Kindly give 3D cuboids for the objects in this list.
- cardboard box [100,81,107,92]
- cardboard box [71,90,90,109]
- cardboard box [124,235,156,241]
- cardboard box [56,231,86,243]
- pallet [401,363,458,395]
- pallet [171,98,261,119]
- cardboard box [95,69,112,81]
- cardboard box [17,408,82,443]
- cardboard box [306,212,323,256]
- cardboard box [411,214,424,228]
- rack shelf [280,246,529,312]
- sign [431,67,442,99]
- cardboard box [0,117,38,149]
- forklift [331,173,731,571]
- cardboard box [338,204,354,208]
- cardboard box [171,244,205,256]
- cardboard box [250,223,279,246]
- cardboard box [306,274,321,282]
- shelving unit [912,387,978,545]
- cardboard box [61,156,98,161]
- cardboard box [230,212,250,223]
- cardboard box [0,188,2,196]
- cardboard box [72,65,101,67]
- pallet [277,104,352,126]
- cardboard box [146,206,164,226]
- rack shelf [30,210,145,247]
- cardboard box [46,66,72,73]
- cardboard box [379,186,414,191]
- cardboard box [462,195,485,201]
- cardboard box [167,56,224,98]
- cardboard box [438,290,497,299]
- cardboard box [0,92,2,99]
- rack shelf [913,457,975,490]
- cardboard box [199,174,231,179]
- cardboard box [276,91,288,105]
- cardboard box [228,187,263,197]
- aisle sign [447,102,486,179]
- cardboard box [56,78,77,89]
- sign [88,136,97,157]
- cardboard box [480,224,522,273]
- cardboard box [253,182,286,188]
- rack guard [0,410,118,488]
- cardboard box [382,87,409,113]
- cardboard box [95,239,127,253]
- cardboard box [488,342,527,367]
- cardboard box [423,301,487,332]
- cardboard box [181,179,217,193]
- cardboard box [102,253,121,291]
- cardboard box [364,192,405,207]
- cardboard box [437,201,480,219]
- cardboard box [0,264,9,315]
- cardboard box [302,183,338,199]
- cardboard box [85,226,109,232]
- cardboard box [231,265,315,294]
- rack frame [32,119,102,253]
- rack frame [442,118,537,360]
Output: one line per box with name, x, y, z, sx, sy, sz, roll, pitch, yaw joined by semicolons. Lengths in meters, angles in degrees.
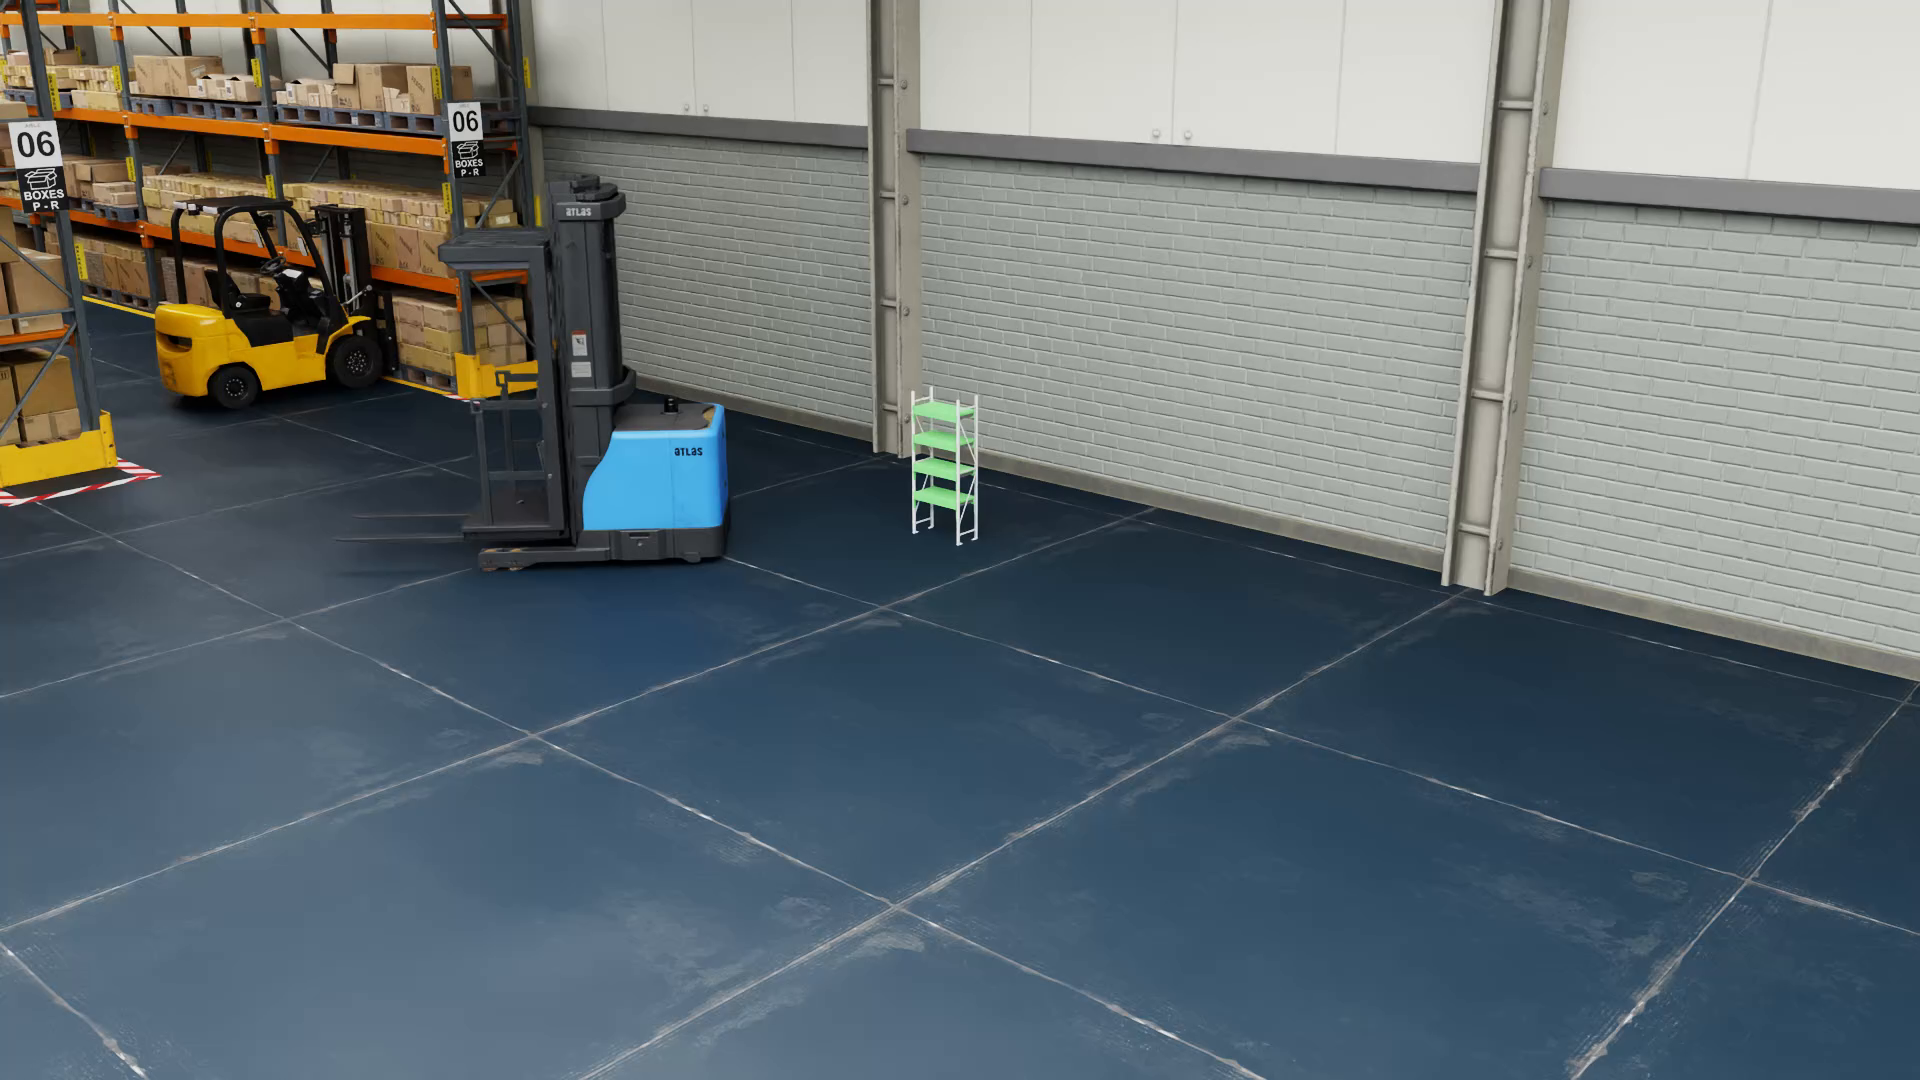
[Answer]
cardboard box;-11.944;-6.440;23.576;0.250;0.149;0.380;16;23;40
cardboard box;-12.454;-6.368;24.007;0.500;0.250;0.500;15;23;39
cardboard box;-12.518;-4.565;25.402;0.250;0.149;0.380;14;22;37
cardboard box;-13.800;-4.711;25.863;0.250;0.149;0.380;14;23;38
pallet;-5.774;-1.969;19.467;1.213;0.211;1.003;15;23;39
pallet;-9.753;-5.760;22.156;1.213;0.211;1.003;16;24;42
cardboard box;-11.971;-6.571;23.497;0.250;0.149;0.380;14;22;37
cardboard box;-8.886;-1.144;16.110;0.500;0.250;0.500;15;23;39
cardboard box;-7.607;-3.756;20.322;0.500;0.500;0.500;16;23;40
cardboard box;-5.984;-3.628;18.846;0.250;0.149;0.380;16;23;40
rack shelf;-6.670;-3.213;19.965;4.000;0.370;1.077;15;23;39
sign;-5.545;-4.848;17.637;0.005;0.325;0.100;15;23;39
cardboard box;-8.666;-3.692;15.082;0.500;0.250;0.500;15;23;38
forklift;-3.388;-1.322;12.933;3.031;2.935;1.130;-1;18;-4
cardboard box;-7.164;-3.927;19.789;0.250;0.149;0.380;14;22;38
cardboard box;-11.341;-4.253;24.421;0.250;0.149;0.380;17;24;42
cardboard box;-8.717;-3.928;21.277;0.500;0.250;0.500;16;23;40
cardboard box;-8.013;-3.155;20.793;0.500;0.250;0.500;15;23;38
shelving unit;-0.124;-0.605;13.535;0.503;1.200;0.258;15;23;39
cardboard box;-13.549;-5.560;25.311;0.500;0.500;0.700;15;23;40
cardboard box;-9.093;-4.266;21.518;0.500;0.250;0.500;14;23;38
cardboard box;-15.364;-5.648;26.866;0.250;0.149;0.380;15;23;38
cardboard box;-13.080;-7.021;24.882;0.250;0.149;0.380;14;22;38
pallet;-7.511;-5.179;20.160;1.213;0.211;1.003;15;23;39
cardboard box;-10.988;-4.544;23.220;0.500;0.250;0.500;15;23;39
rack shelf;-12.654;-4.819;25.027;4.000;0.370;1.077;15;23;39
cardboard box;-13.208;-6.861;24.376;0.250;0.149;0.380;15;23;40
cardboard box;-6.791;-4.196;20.144;0.250;0.149;0.380;15;23;39
cardboard box;-5.664;-3.878;19.144;0.250;0.149;0.380;16;23;40
cardboard box;-10.017;-6.081;21.829;0.500;0.500;0.500;16;23;41
cardboard box;-5.785;-2.759;19.545;0.500;0.250;0.500;15;23;39
cardboard box;-14.796;-6.929;25.942;0.250;0.149;0.380;15;23;39
rack shelf;-0.124;-0.544;13.554;0.480;0.148;0.258;15;23;39
cardboard box;-10.357;-5.005;23.185;0.250;0.149;0.380;15;23;39
cardboard box;-8.032;-5.356;20.127;0.250;0.149;0.380;16;23;40
cardboard box;-9.207;-4.464;21.481;0.250;0.149;0.380;14;22;38
aisle sign;-5.320;-4.314;17.947;0.004;0.787;0.394;15;23;39
cardboard box;-13.024;-6.668;24.262;0.250;0.149;0.380;16;23;40
sign;-13.784;-6.242;26.406;0.005;0.325;0.100;15;23;39
cardboard box;-5.361;-3.364;19.088;0.500;0.500;0.500;16;24;41
cardboard box;-9.205;-4.701;22.228;0.250;0.149;0.380;15;23;39
rack guard;-8.523;-0.854;15.476;0.348;0.500;1.175;15;23;39
cardboard box;-6.186;-4.916;18.547;0.258;0.266;0.396;15;23;39
cardboard box;-12.669;-4.393;24.860;0.250;0.149;0.380;14;22;37
cardboard box;-5.412;-2.186;19.394;0.500;0.250;0.500;15;23;39
cardboard box;-5.726;-2.542;18.861;0.500;0.250;0.500;16;24;41
cardboard box;-10.294;-4.794;22.521;0.250;0.149;0.380;15;23;40
cardboard box;-12.378;-4.013;24.735;0.500;0.500;0.500;16;24;42
cardboard box;-6.734;-3.984;19.476;0.250;0.149;0.380;15;23;40
cardboard box;-5.582;-3.677;18.509;0.250;0.149;0.380;15;23;39
cardboard box;-9.055;-2.266;15.137;0.500;0.500;0.500;15;23;38
cardboard box;-7.858;-4.297;20.462;0.250;0.149;0.380;15;23;40
cardboard box;-13.683;-4.873;26.372;0.250;0.149;0.380;14;22;37
cardboard box;-9.139;-3.285;22.236;0.625;0.625;0.875;15;23;39
rack frame;-14.150;-5.563;26.183;0.127;3.000;1.000;15;23;39
rack frame;-5.175;-3.154;18.591;0.127;3.000;1.000;15;23;39
